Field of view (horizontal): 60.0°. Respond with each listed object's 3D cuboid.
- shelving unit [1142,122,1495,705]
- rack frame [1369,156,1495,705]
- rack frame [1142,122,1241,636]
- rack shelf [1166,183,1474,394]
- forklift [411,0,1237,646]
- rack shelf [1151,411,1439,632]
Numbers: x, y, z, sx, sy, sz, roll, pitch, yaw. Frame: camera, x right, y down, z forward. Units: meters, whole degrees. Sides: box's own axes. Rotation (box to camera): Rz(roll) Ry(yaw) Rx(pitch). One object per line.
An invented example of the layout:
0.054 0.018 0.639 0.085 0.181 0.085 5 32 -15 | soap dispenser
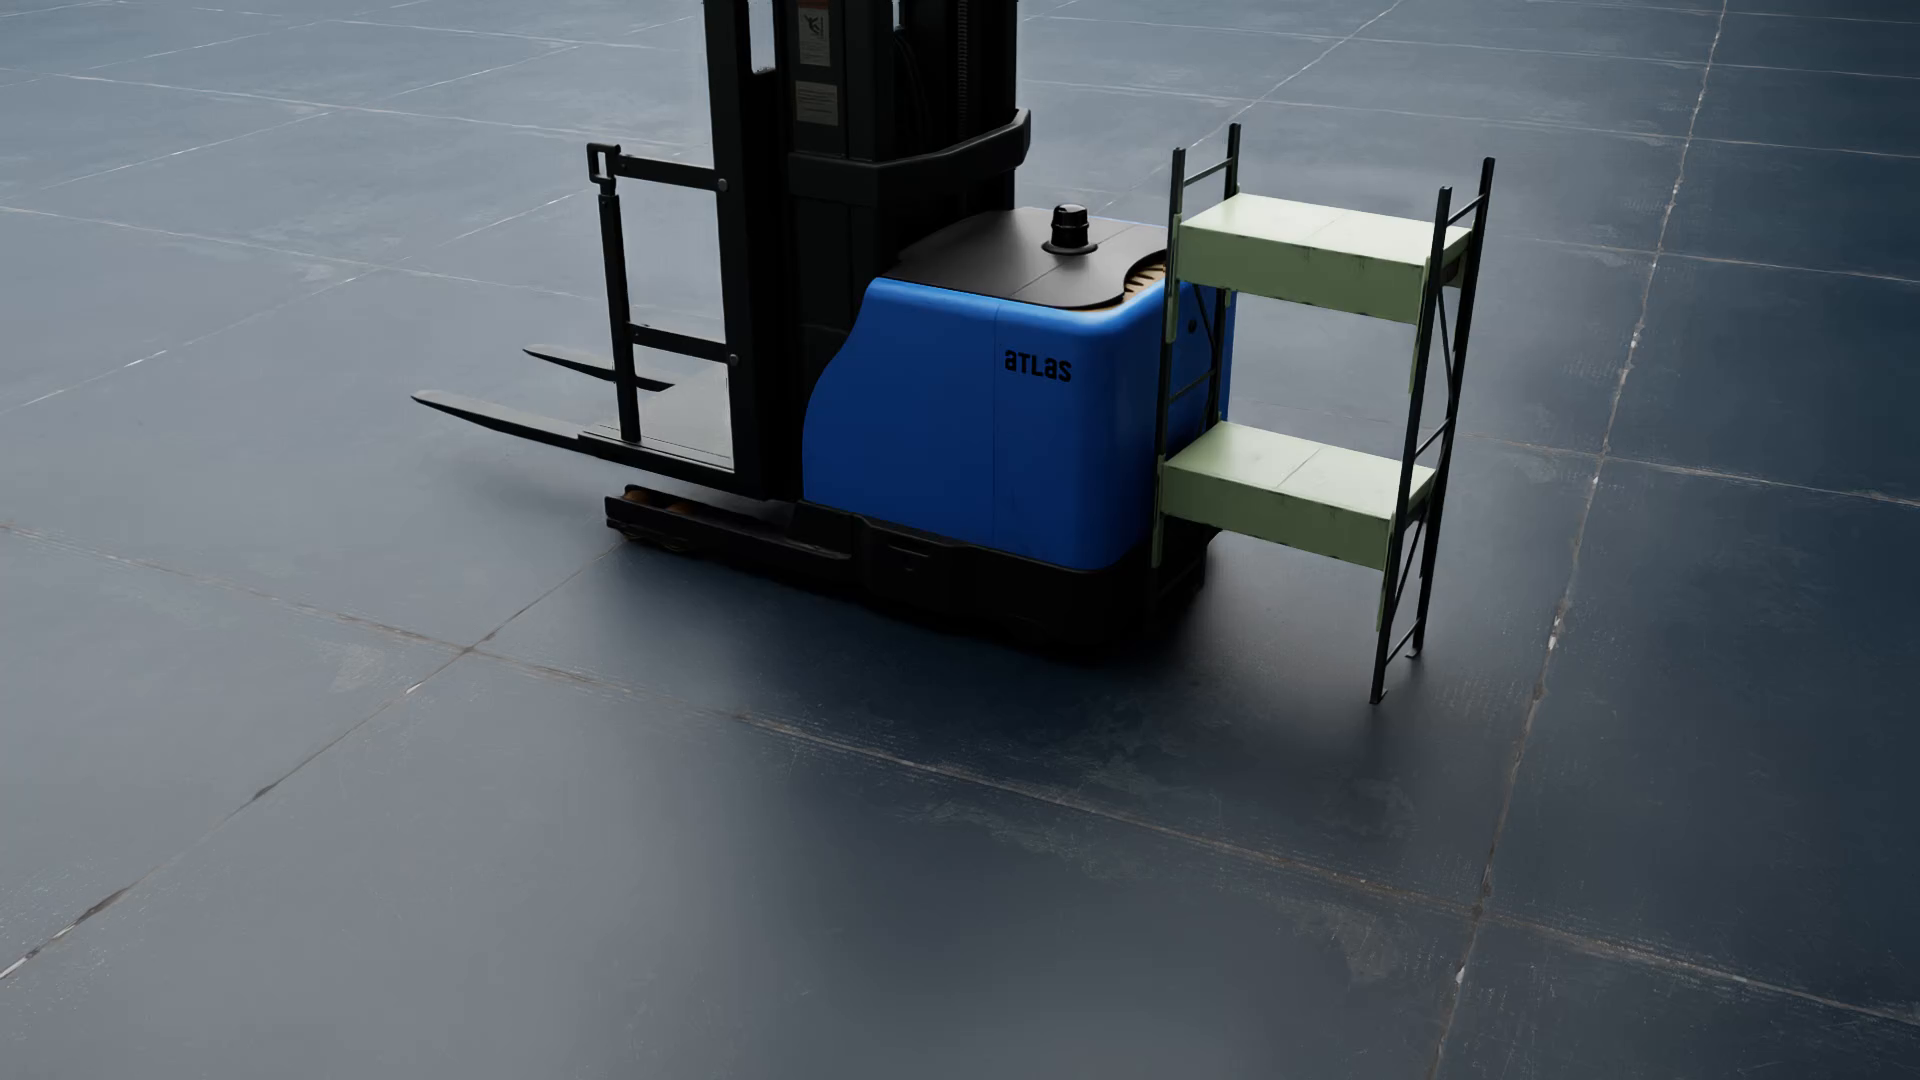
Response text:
0.994 -0.363 4.784 0.755 1.500 0.431 16 30 29 | shelving unit
1.303 -0.274 4.608 0.023 1.500 0.400 16 30 29 | rack frame
0.686 -0.453 4.960 0.023 1.500 0.400 16 30 29 | rack frame
0.997 -0.713 4.610 0.720 0.370 0.431 16 30 29 | rack shelf
-0.632 -1.459 5.396 3.031 2.935 1.130 14 30 27 | forklift
0.993 -0.071 4.929 0.720 0.370 0.431 16 30 29 | rack shelf
